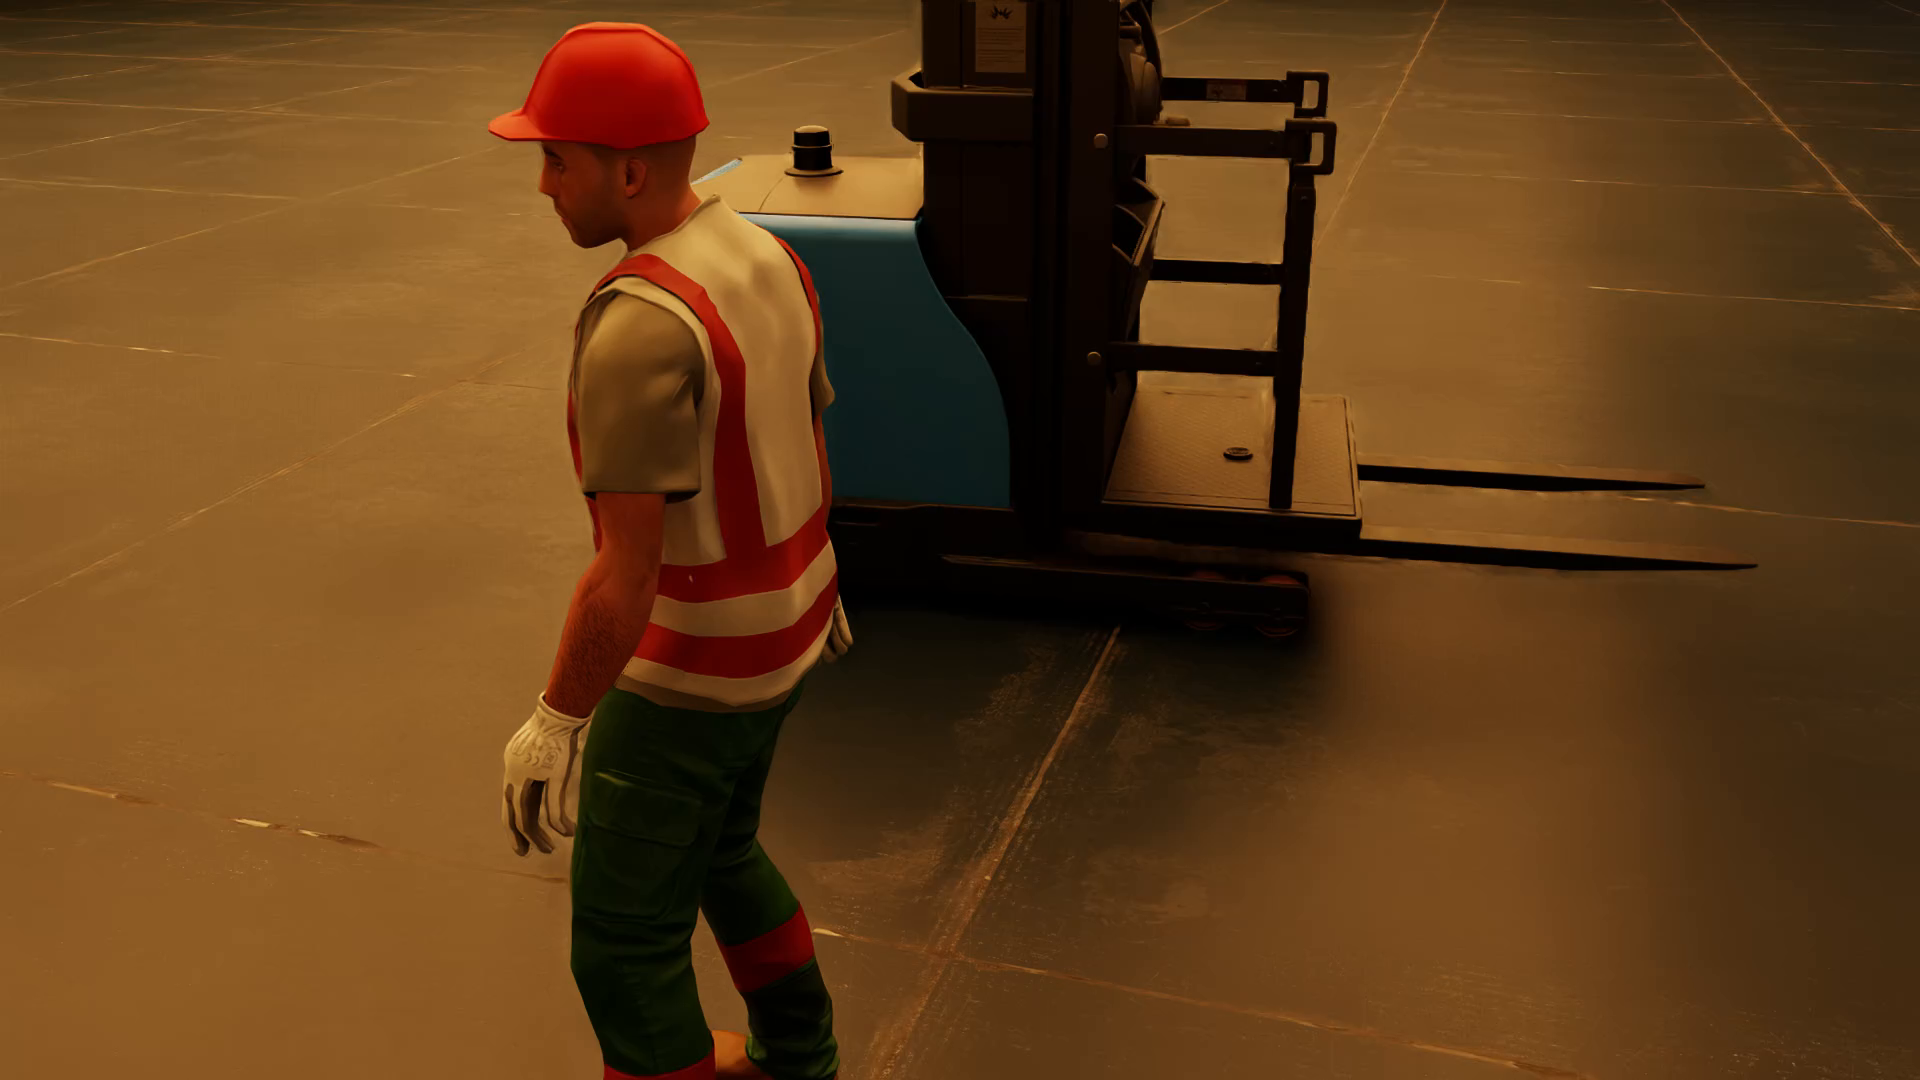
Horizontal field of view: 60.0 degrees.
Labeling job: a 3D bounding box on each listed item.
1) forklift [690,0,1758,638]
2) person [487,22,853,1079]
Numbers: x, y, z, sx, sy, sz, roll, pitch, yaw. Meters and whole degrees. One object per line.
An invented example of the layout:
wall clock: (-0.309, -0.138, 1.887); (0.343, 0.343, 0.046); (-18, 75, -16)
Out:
forklift: (0.673, -1.312, 4.459); (3.031, 2.935, 1.130); (4, 23, 10)
person: (-0.402, 0.164, 2.422); (0.412, 1.757, 0.803); (5, 23, 12)
